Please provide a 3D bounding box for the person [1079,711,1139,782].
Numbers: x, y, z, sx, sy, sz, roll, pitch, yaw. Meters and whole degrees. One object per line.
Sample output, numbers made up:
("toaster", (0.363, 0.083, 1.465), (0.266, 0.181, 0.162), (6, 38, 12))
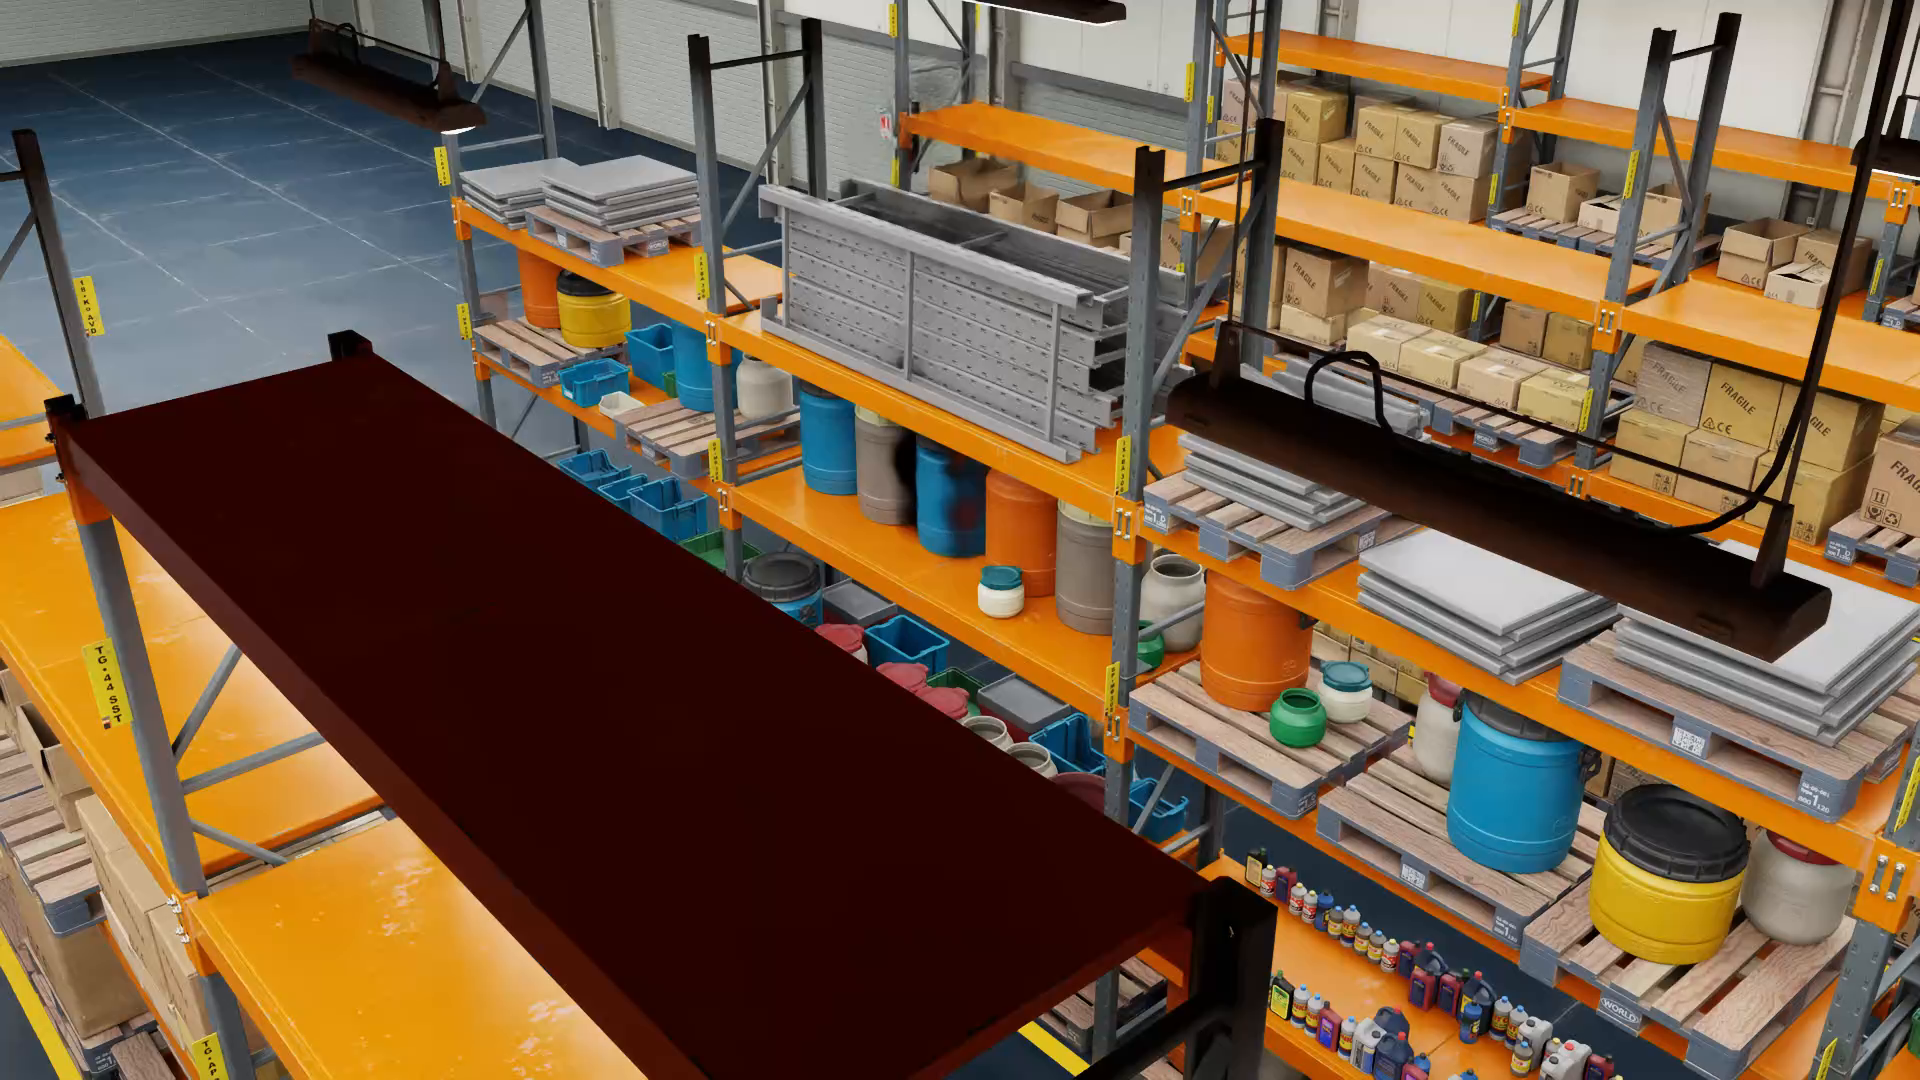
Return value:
("person", (1.117, 1.410, 12.915), (0.839, 1.739, 0.604), (24, 35, 39))
